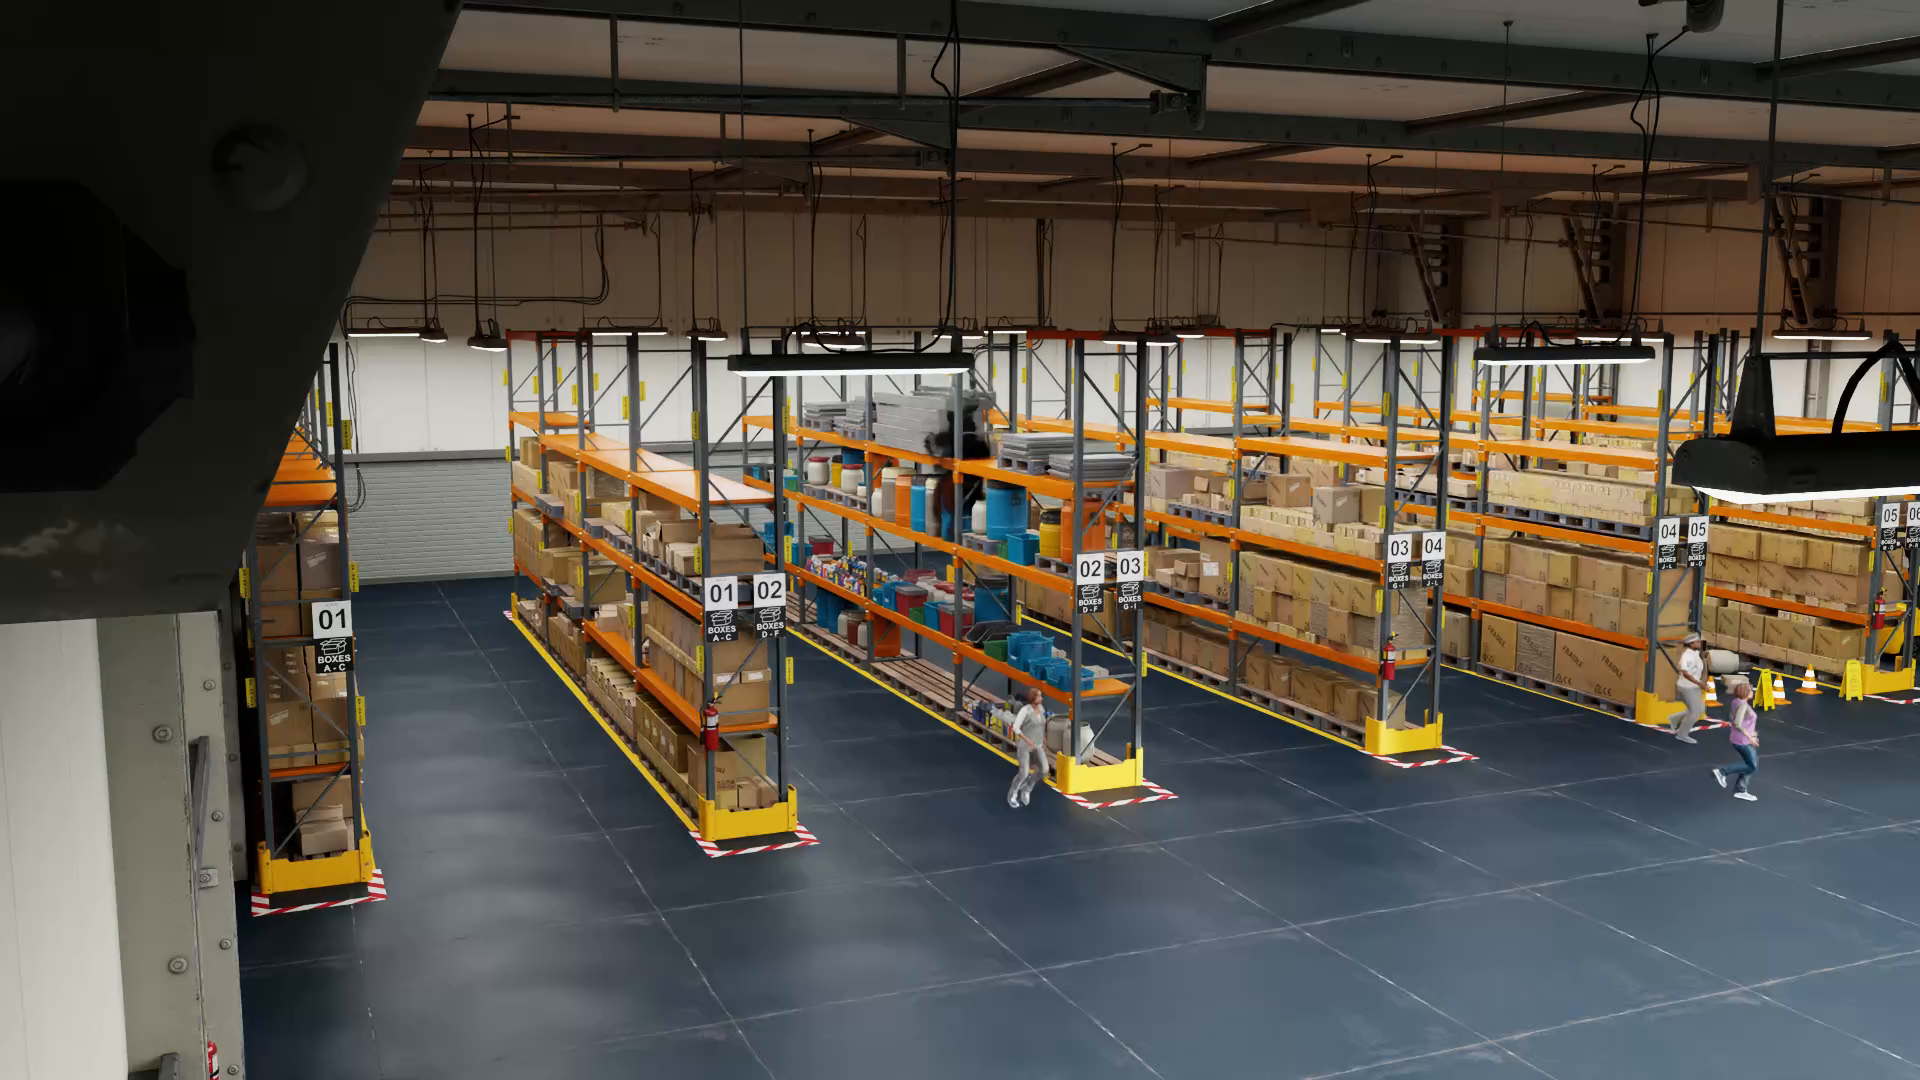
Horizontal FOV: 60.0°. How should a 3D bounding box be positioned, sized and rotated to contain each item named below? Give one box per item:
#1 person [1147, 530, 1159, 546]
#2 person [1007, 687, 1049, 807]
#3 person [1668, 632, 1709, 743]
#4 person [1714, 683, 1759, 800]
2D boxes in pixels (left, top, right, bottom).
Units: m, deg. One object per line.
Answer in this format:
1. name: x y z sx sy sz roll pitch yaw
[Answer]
1. person: 4.864 -0.227 41.772 0.931 1.746 0.730 -4 9 -27
2. person: 0.934 2.664 21.399 0.600 1.544 0.542 -6 10 -36
3. person: 10.836 2.175 24.688 0.565 1.664 0.611 5 9 33
4. person: 10.166 2.628 21.755 0.552 1.557 0.547 2 8 16
